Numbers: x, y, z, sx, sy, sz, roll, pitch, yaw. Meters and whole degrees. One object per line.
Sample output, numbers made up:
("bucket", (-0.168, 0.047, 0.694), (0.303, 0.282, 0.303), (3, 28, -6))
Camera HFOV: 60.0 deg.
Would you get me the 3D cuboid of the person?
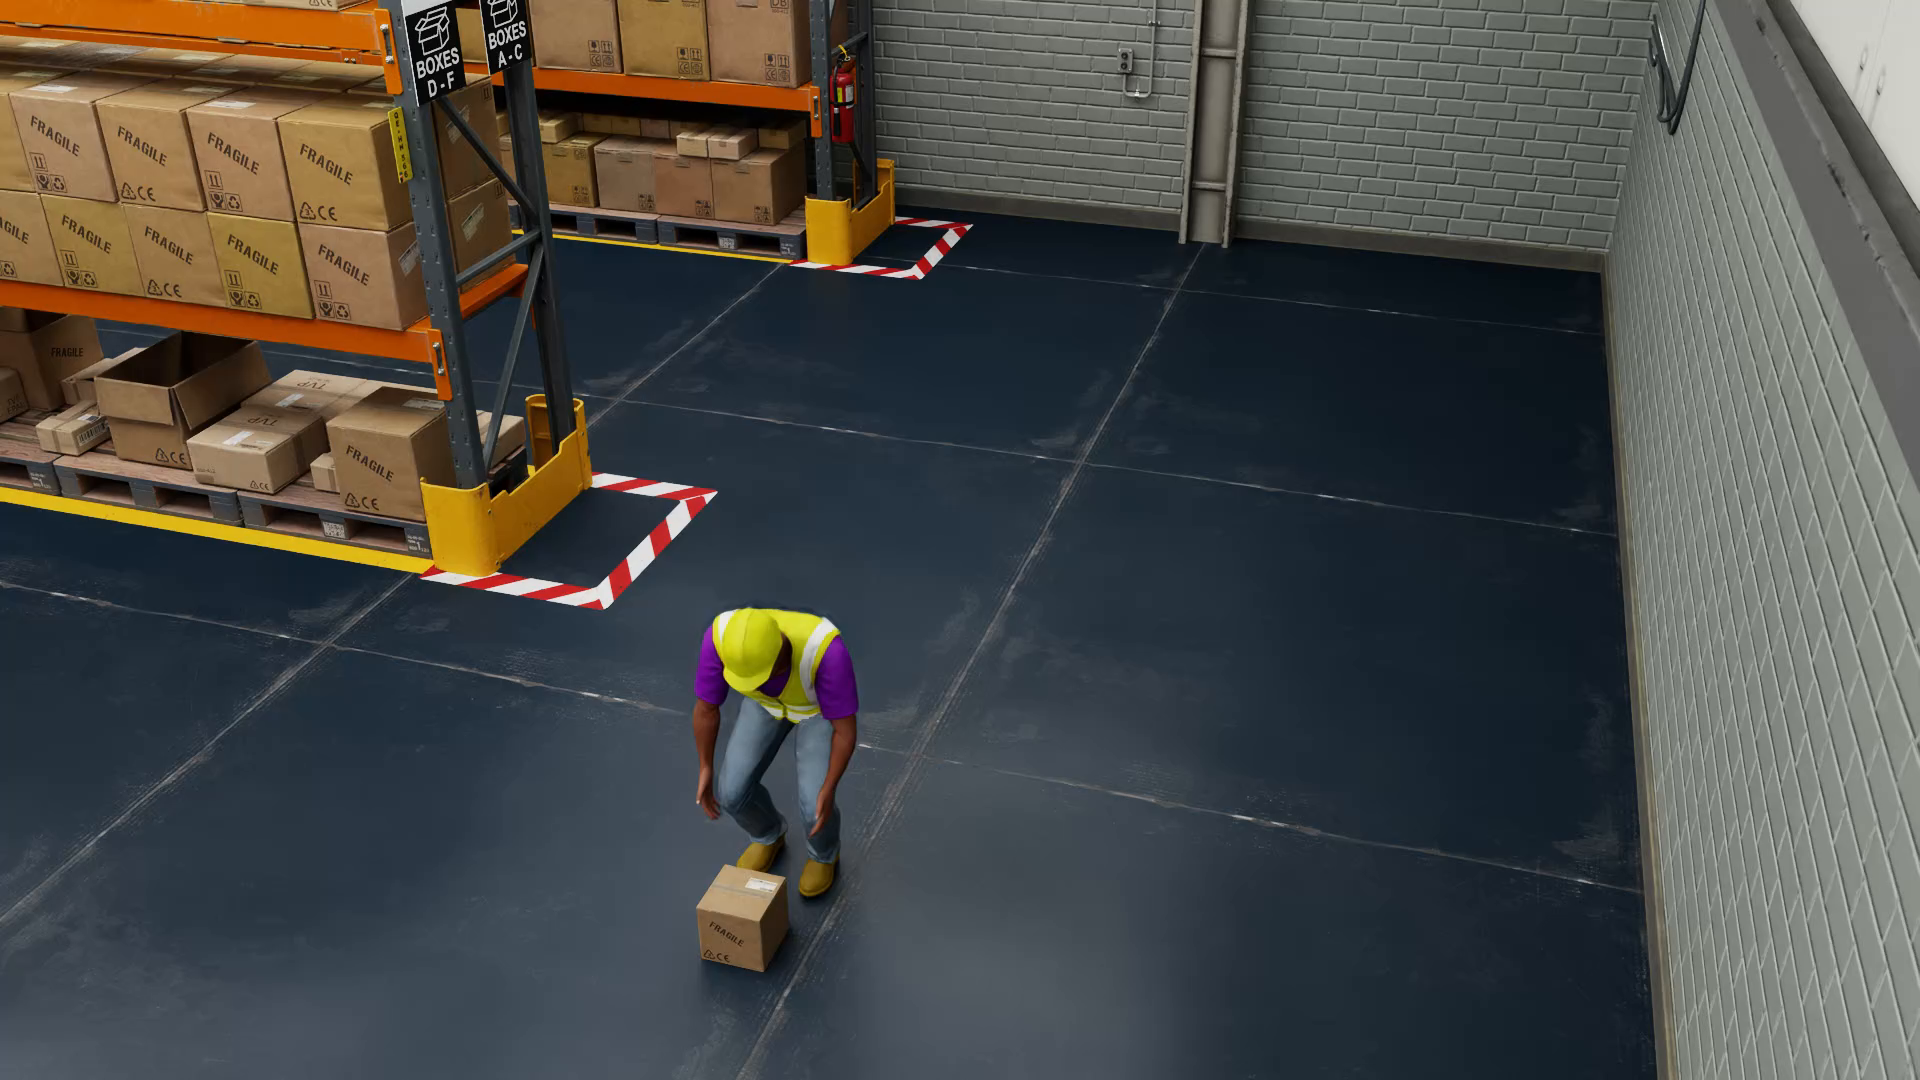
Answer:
("person", (-0.642, 0.721, 6.209), (0.631, 1.373, 0.779), (9, 30, 15))
